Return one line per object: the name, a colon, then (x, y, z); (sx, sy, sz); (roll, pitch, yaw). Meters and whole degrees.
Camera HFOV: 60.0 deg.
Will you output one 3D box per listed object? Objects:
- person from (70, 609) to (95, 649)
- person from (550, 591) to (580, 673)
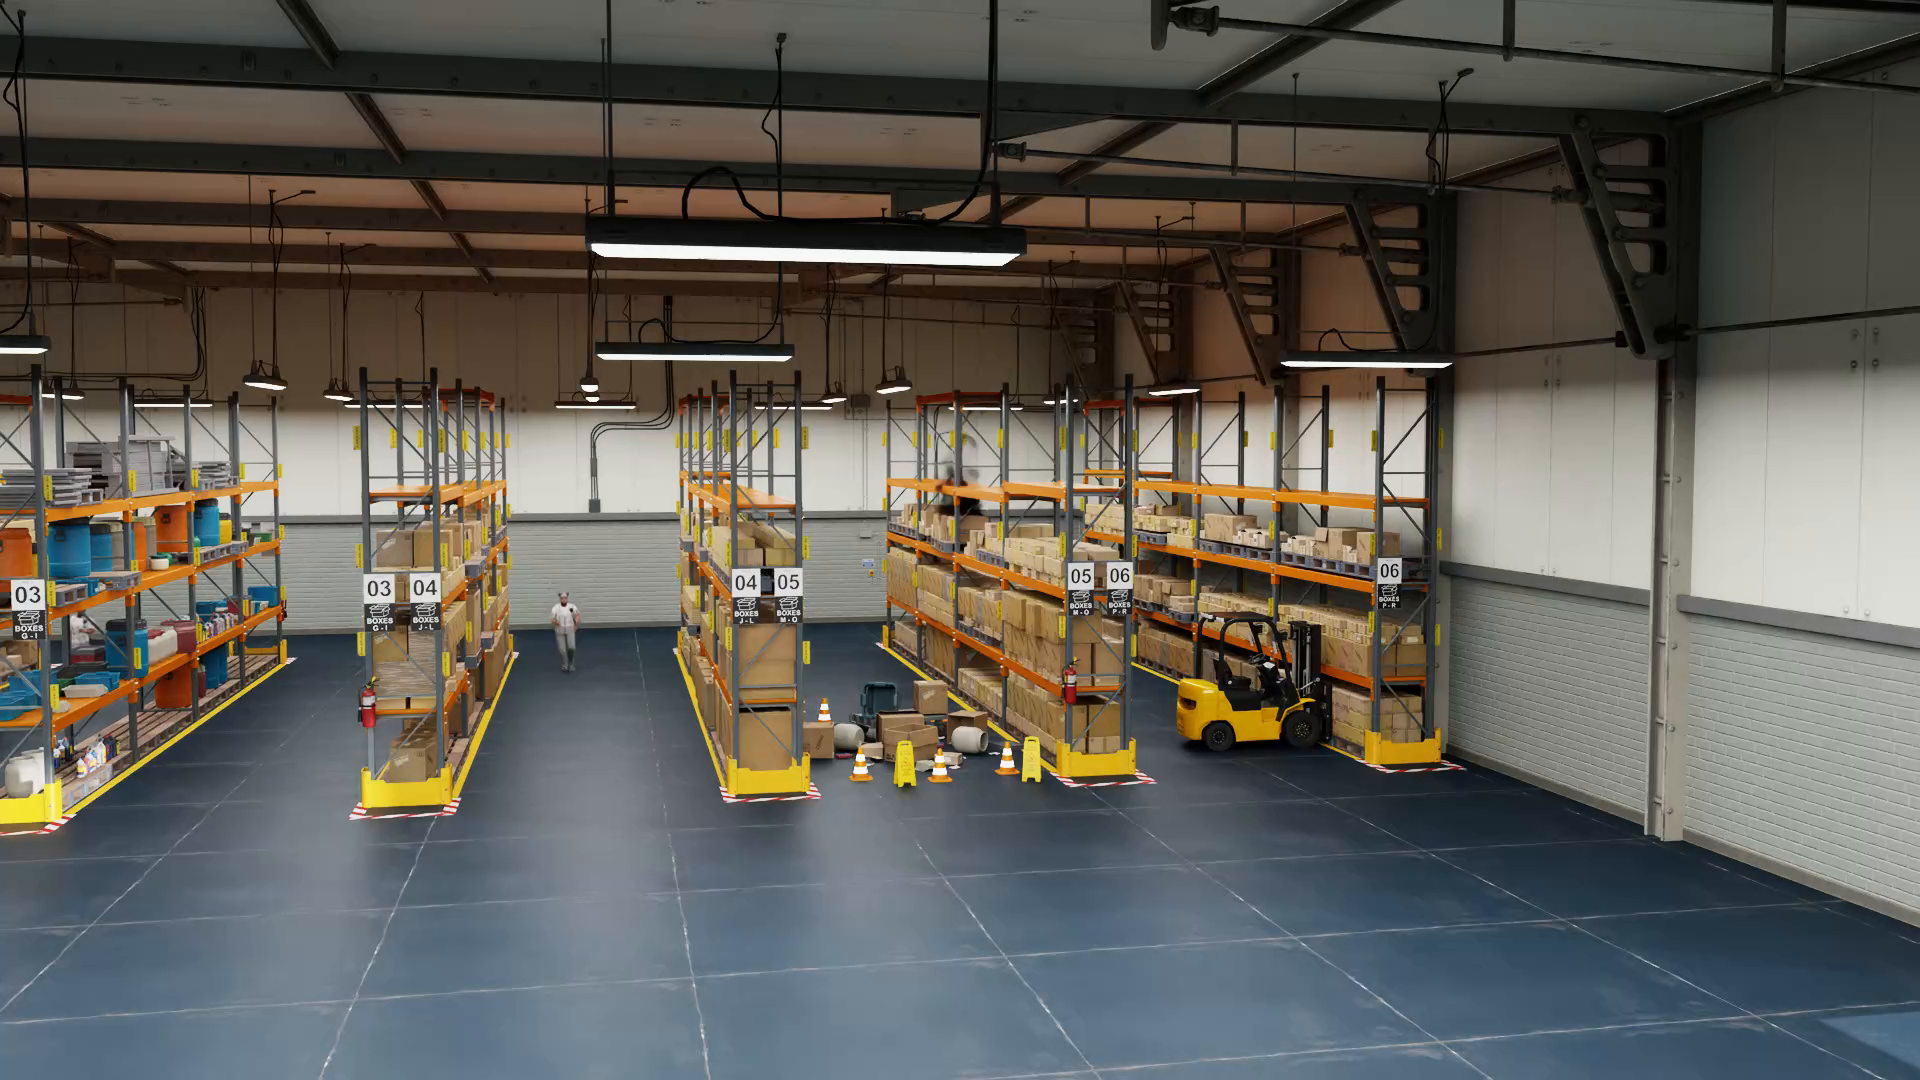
person: (-17.939, 2.144, 33.895); (0.545, 1.759, 0.752); (-2, 4, -27)
person: (-8.519, 1.995, 35.897); (0.639, 1.785, 0.691); (-1, 4, -14)
